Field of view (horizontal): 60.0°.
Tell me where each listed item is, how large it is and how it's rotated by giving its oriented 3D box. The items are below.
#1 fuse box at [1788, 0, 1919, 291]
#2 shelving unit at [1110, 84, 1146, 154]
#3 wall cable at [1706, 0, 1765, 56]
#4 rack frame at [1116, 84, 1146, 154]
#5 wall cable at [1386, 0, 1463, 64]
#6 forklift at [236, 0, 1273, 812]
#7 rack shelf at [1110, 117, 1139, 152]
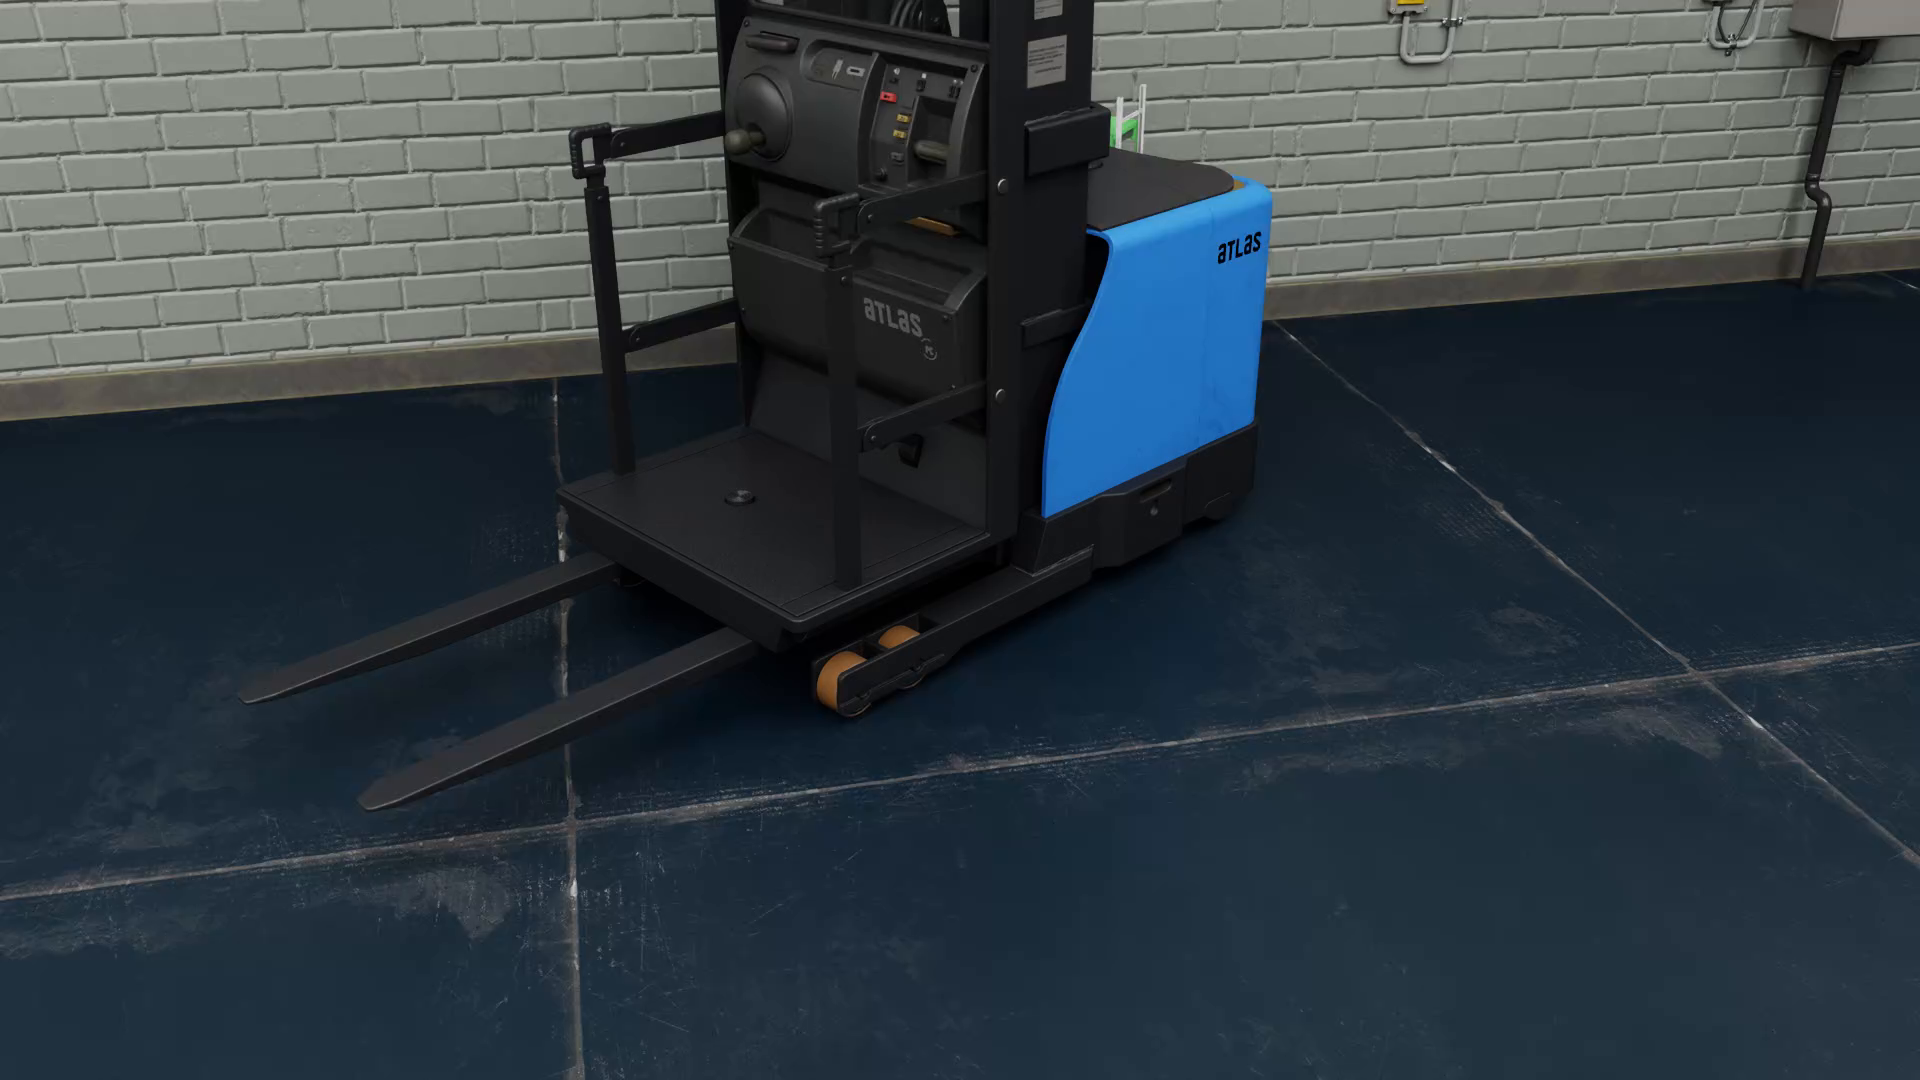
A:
[{"bbox_3d":[3.838,-1.883,7.081,0.539,1.711,0.414,-6,27,-12],"label":"fuse box"},{"bbox_3d":[0.355,-1.013,5.925,0.503,1.200,0.258,12,29,23],"label":"shelving unit"},{"bbox_3d":[3.138,-2.911,6.561,0.588,1.984,0.122,-6,27,-12],"label":"wall cable"},{"bbox_3d":[0.575,-0.965,5.831,0.015,1.200,0.240,12,29,23],"label":"rack frame"},{"bbox_3d":[1.758,-2.776,6.259,0.585,1.953,0.123,-6,27,-12],"label":"wall cable"},{"bbox_3d":[-0.442,-1.111,4.198,3.031,2.935,1.130,-24,35,-39],"label":"forklift"},{"bbox_3d":[0.355,-1.384,5.738,0.480,0.148,0.258,12,29,23],"label":"rack shelf"}]
